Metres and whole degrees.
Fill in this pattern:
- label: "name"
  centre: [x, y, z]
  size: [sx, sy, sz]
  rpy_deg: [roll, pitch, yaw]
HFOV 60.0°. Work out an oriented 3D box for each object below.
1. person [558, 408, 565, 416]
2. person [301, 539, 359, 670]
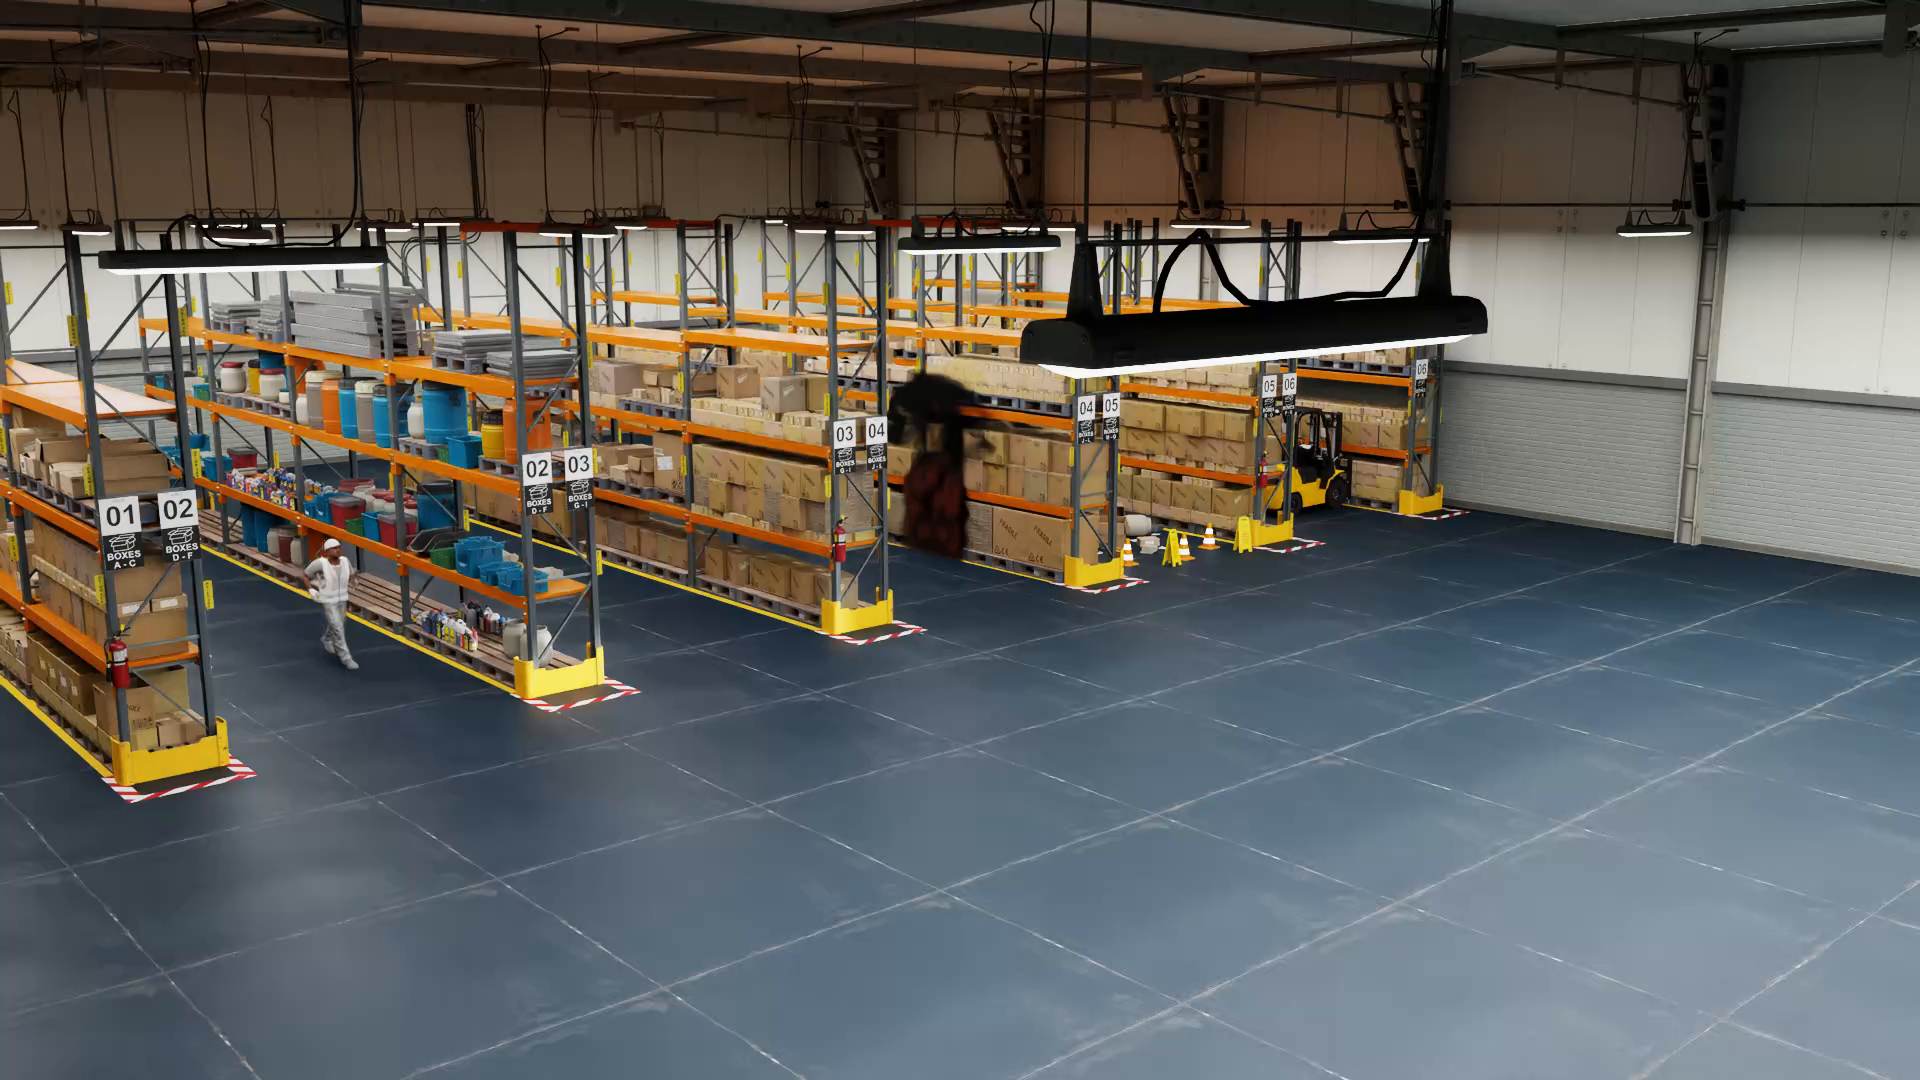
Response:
- label: "person"
  centre: [-9.380, -2.344, 39.130]
  size: [0.694, 1.774, 0.914]
  rpy_deg: [-4, 12, -18]
- label: "person"
  centre: [-8.720, 0.851, 23.102]
  size: [1.012, 1.788, 0.697]
  rpy_deg: [8, 14, 35]
